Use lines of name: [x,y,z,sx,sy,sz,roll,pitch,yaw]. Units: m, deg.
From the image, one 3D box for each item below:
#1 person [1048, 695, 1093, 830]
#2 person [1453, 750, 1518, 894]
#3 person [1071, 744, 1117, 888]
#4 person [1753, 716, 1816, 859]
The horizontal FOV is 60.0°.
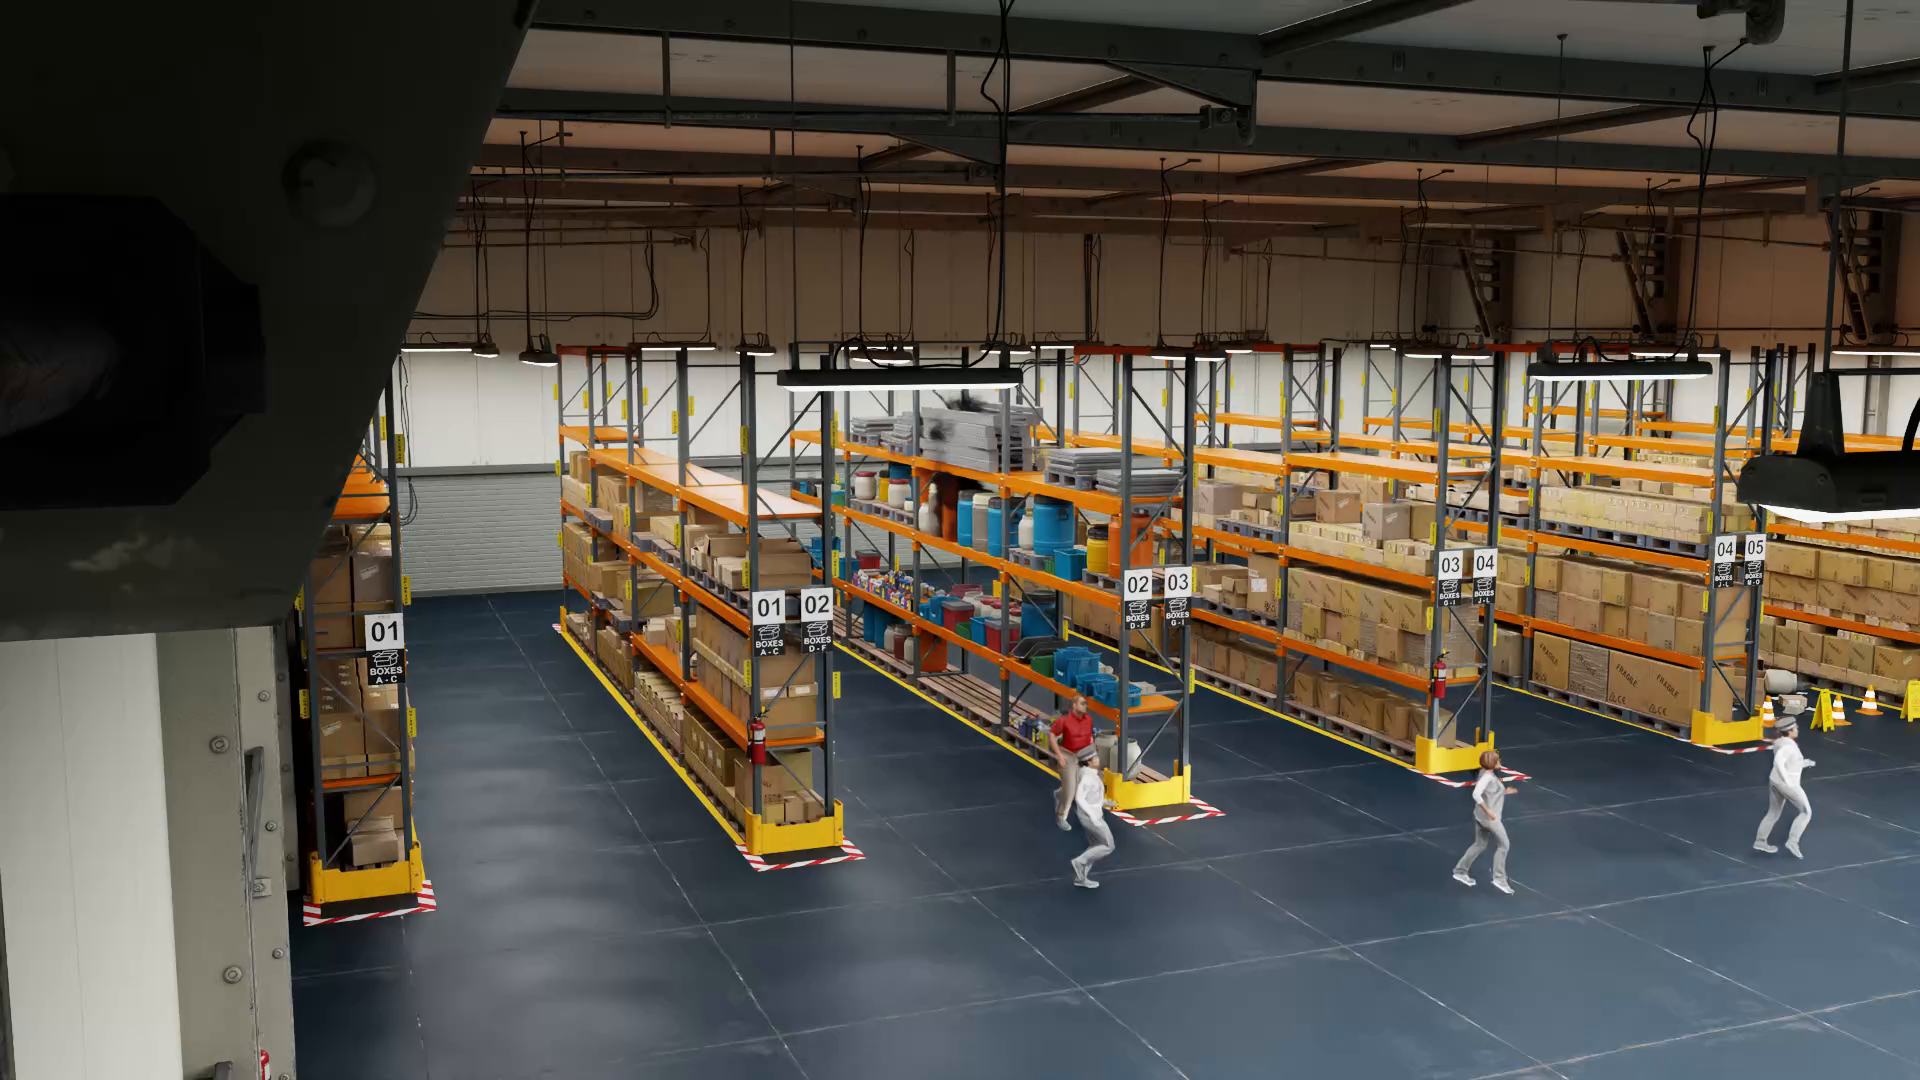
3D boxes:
person: [1.431,2.818,21.352,0.704,1.680,0.583,-5,9,-32]
person: [5.918,3.164,18.690,0.686,1.640,0.520,0,7,1]
person: [1.519,3.128,18.842,0.540,1.656,0.608,0,7,-3]
person: [9.912,2.969,19.950,0.671,1.732,0.591,0,7,-1]
